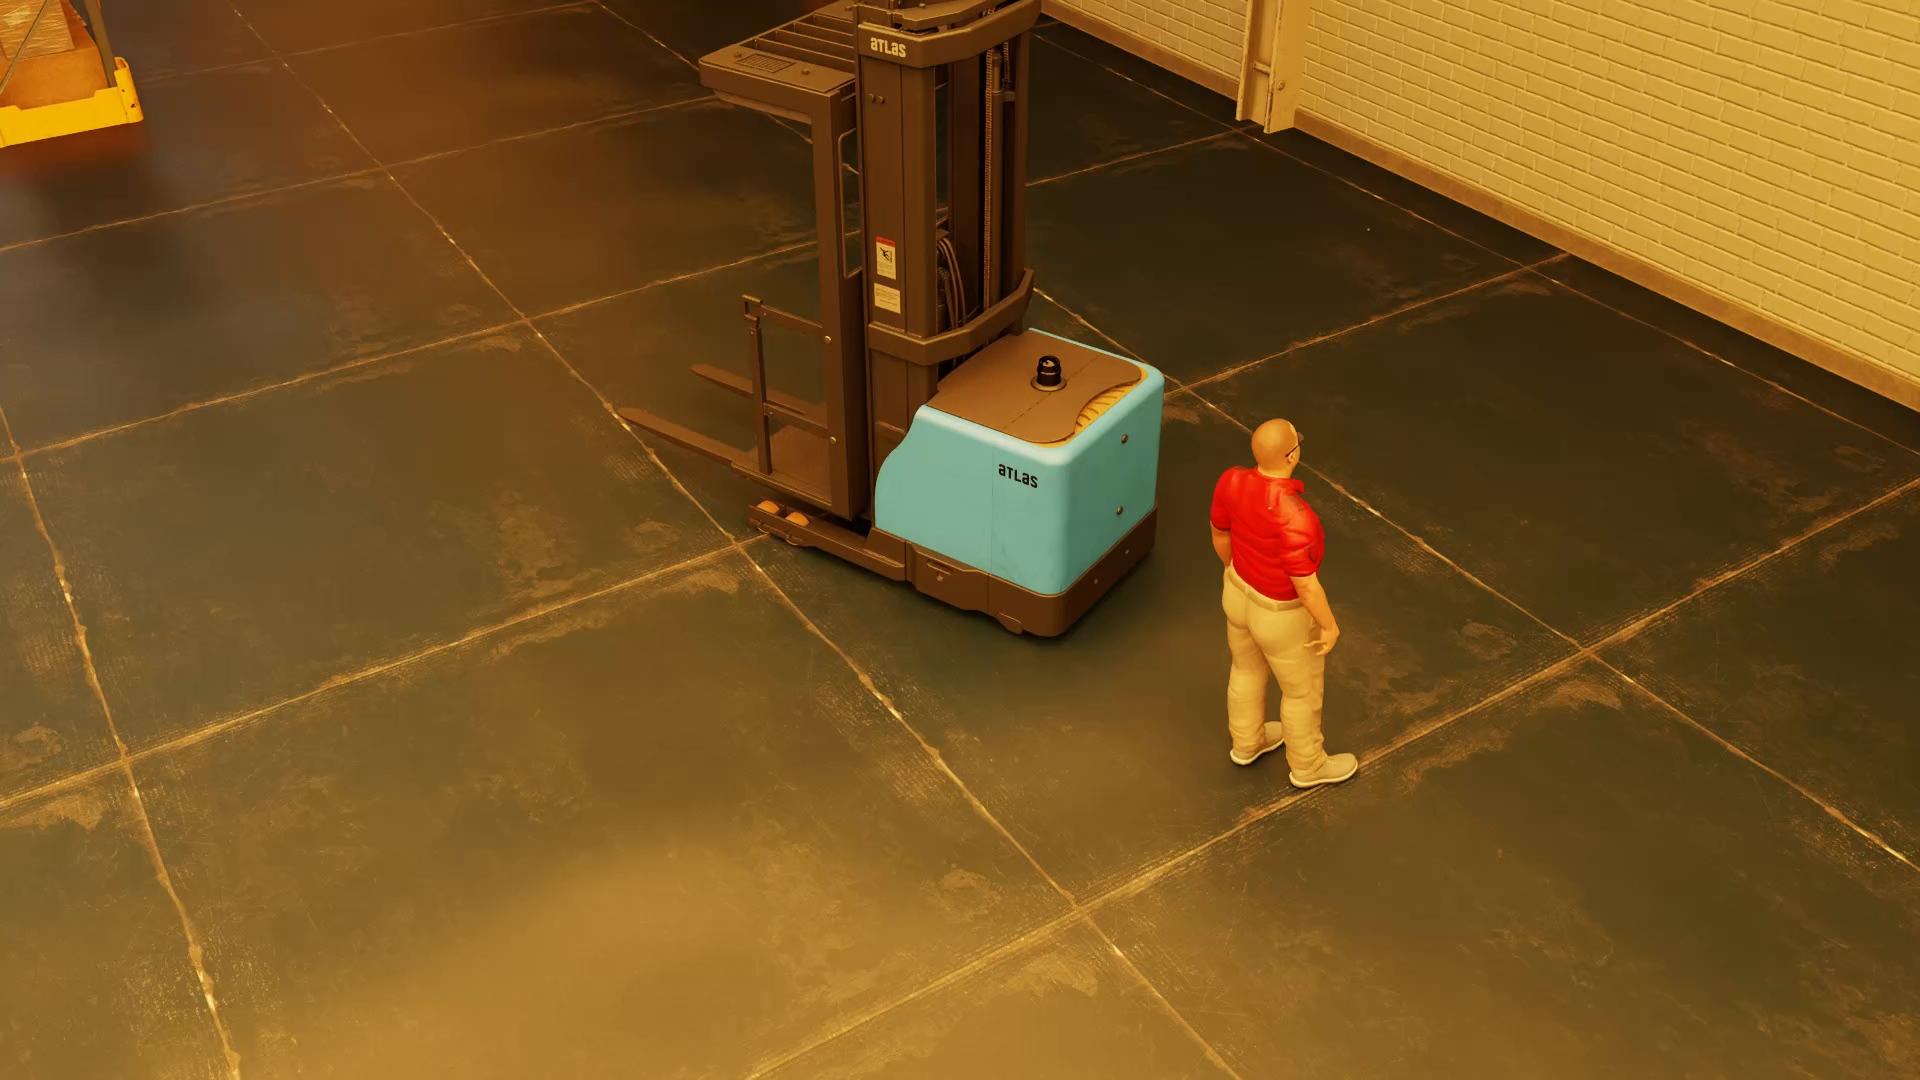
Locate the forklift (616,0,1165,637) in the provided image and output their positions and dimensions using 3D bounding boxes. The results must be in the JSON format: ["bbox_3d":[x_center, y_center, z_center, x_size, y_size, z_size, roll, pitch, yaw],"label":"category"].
[{"bbox_3d":[-0.500,-1.399,8.138,3.031,2.935,1.130,22,41,28],"label":"forklift"}]

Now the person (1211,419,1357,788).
[{"bbox_3d":[1.352,0.238,6.841,0.550,1.729,0.643,-21,40,-27],"label":"person"}]
